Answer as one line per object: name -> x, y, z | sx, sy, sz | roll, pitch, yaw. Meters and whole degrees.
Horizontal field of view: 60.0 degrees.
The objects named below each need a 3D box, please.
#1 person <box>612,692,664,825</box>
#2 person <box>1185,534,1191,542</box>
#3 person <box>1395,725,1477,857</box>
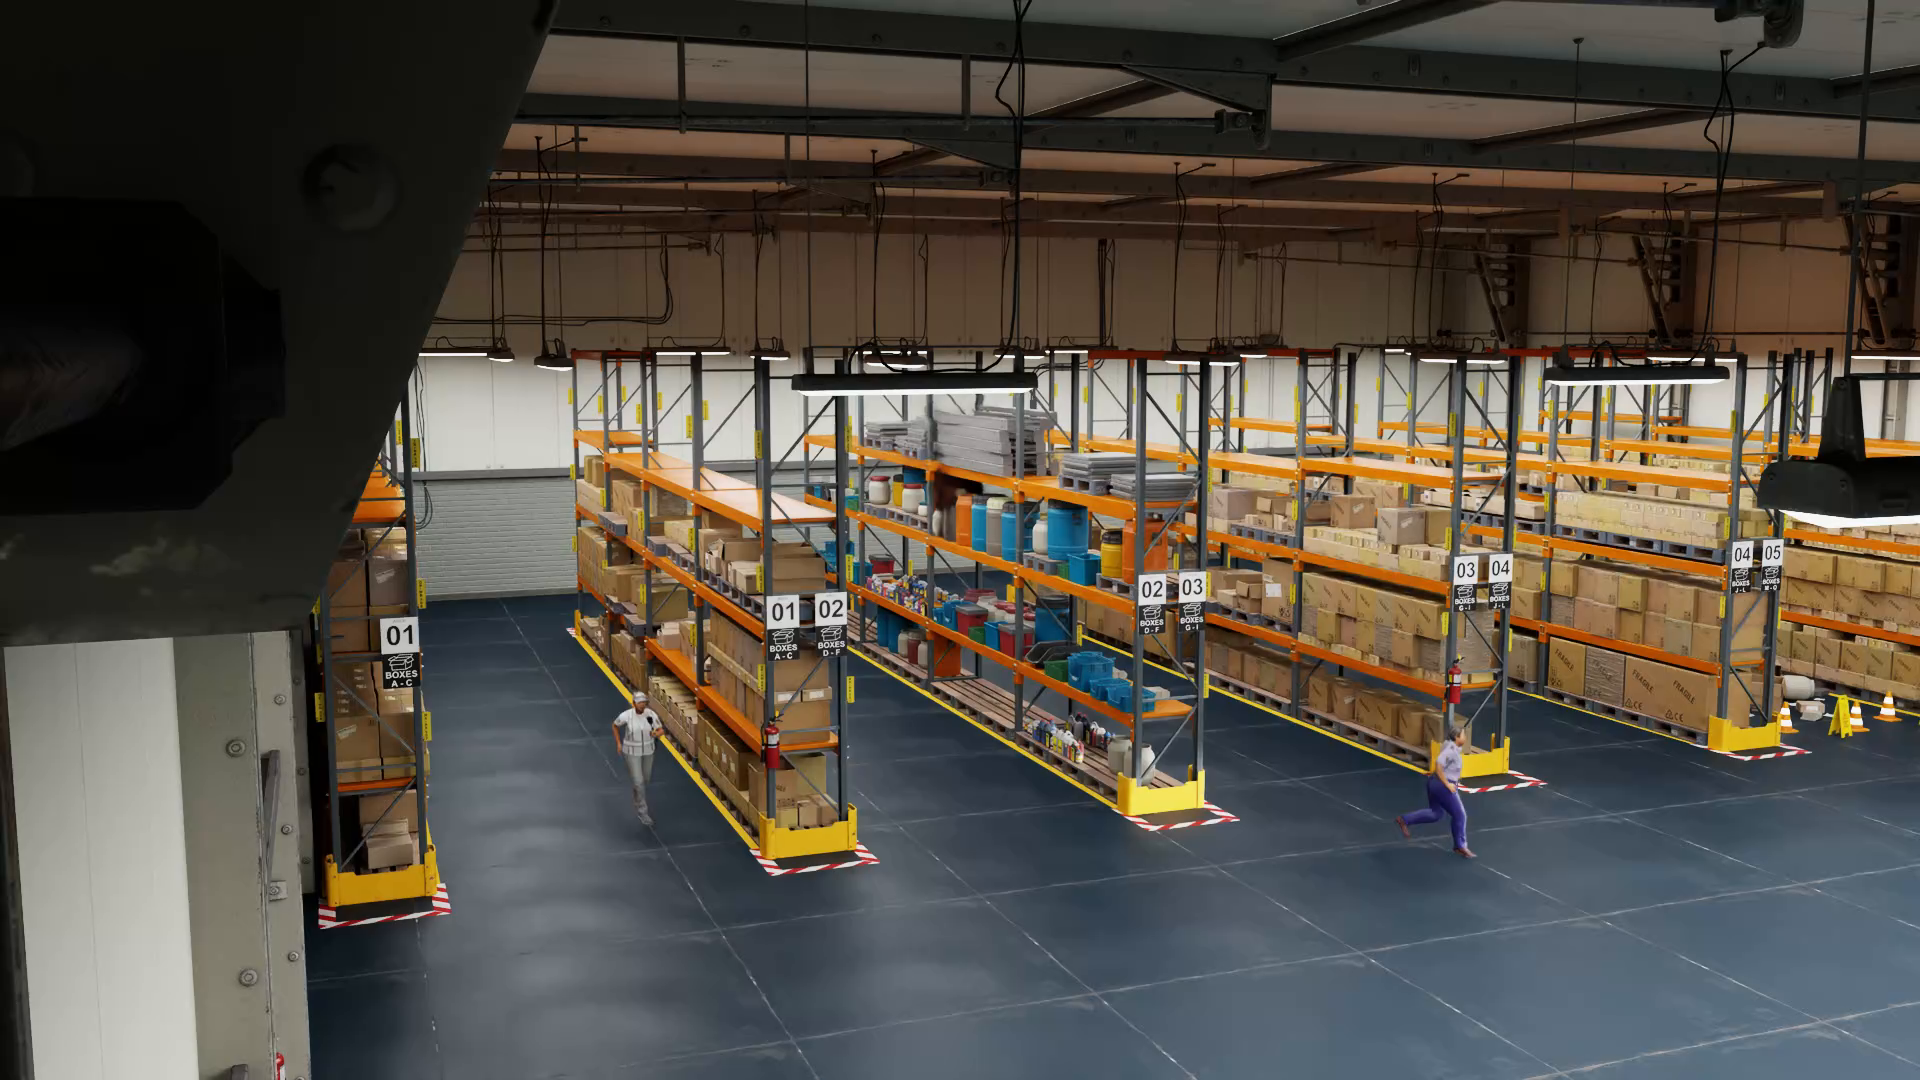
person -> -4.187, 2.790, 21.726 | 0.599, 1.668, 0.937 | -4, 8, -29
person -> 5.532, 0.402, 41.185 | 0.816, 1.674, 0.594 | -5, 8, -33
person -> 5.820, 3.049, 20.227 | 0.962, 1.650, 0.605 | 1, 7, 9
